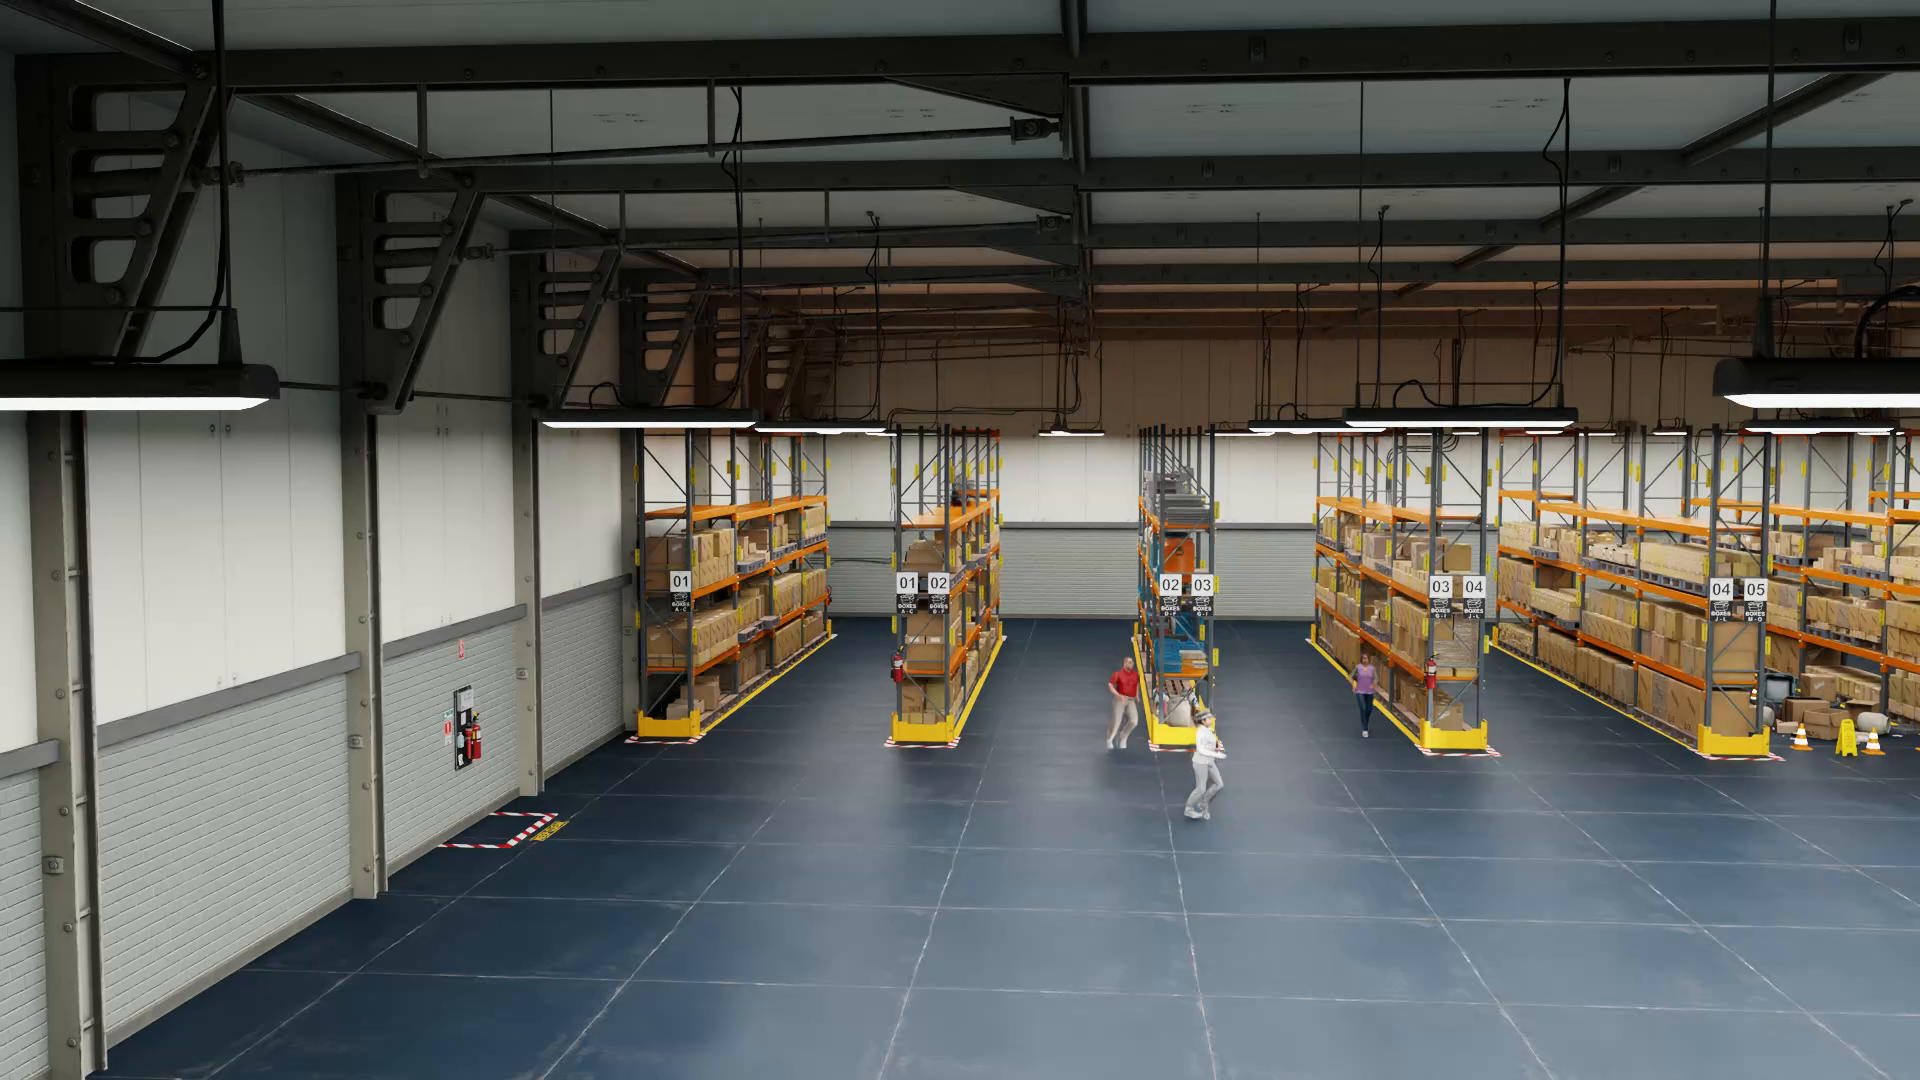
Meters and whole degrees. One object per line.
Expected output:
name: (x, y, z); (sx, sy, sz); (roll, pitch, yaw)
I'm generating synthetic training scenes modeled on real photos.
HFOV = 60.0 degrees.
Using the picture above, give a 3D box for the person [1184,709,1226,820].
person: (3.697, 3.371, 24.926); (0.660, 1.708, 0.643); (2, 4, 28)

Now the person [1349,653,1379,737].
person: (7.811, 2.967, 32.154); (0.553, 1.594, 0.767); (0, 3, 4)

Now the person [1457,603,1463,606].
person: (13.576, 2.124, 45.693); (0.674, 1.681, 0.633); (1, 4, 20)

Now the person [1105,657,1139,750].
person: (3.068, 3.022, 30.740); (0.722, 1.714, 0.636); (-1, 4, -22)
